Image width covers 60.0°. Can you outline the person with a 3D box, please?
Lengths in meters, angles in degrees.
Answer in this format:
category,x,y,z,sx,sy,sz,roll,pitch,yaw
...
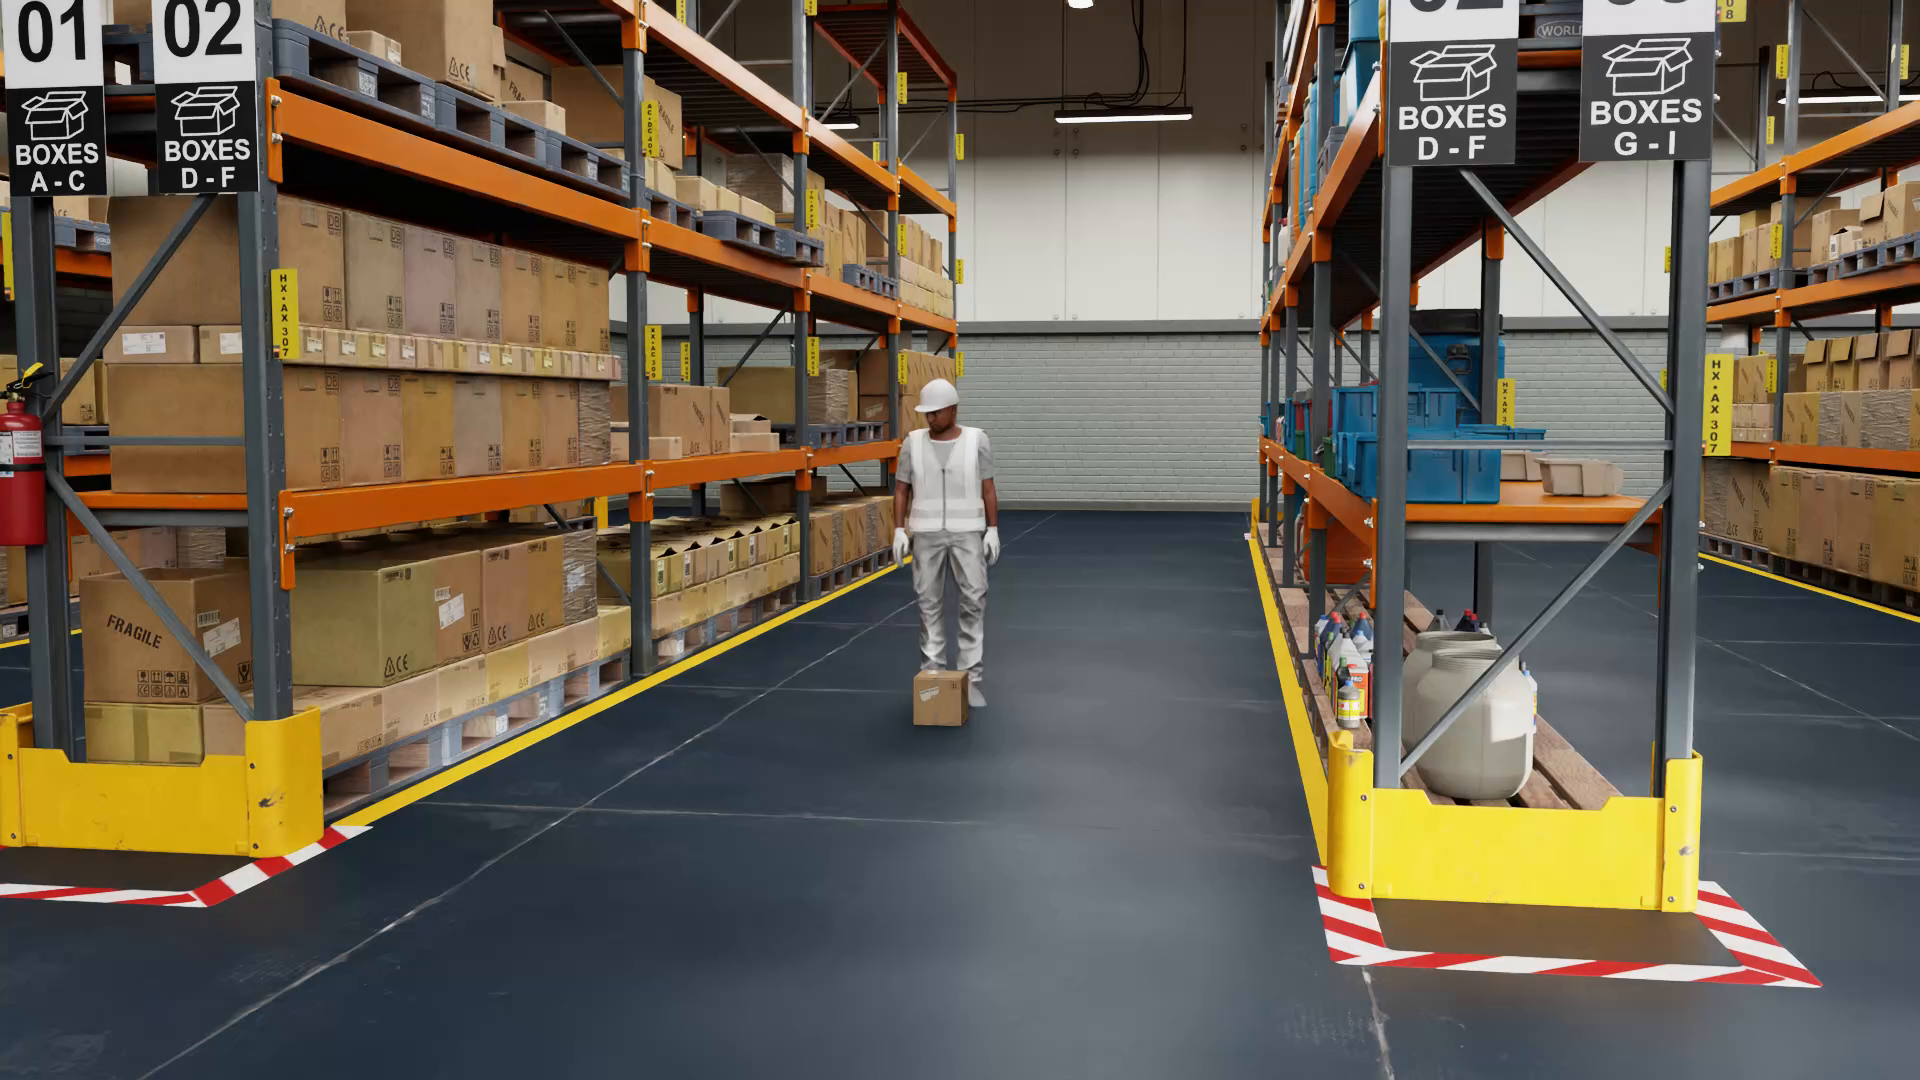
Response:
category,x,y,z,sx,sy,sz,roll,pitch,yaw
person,-0.082,0.022,9.263,0.602,1.837,0.450,0,4,4
